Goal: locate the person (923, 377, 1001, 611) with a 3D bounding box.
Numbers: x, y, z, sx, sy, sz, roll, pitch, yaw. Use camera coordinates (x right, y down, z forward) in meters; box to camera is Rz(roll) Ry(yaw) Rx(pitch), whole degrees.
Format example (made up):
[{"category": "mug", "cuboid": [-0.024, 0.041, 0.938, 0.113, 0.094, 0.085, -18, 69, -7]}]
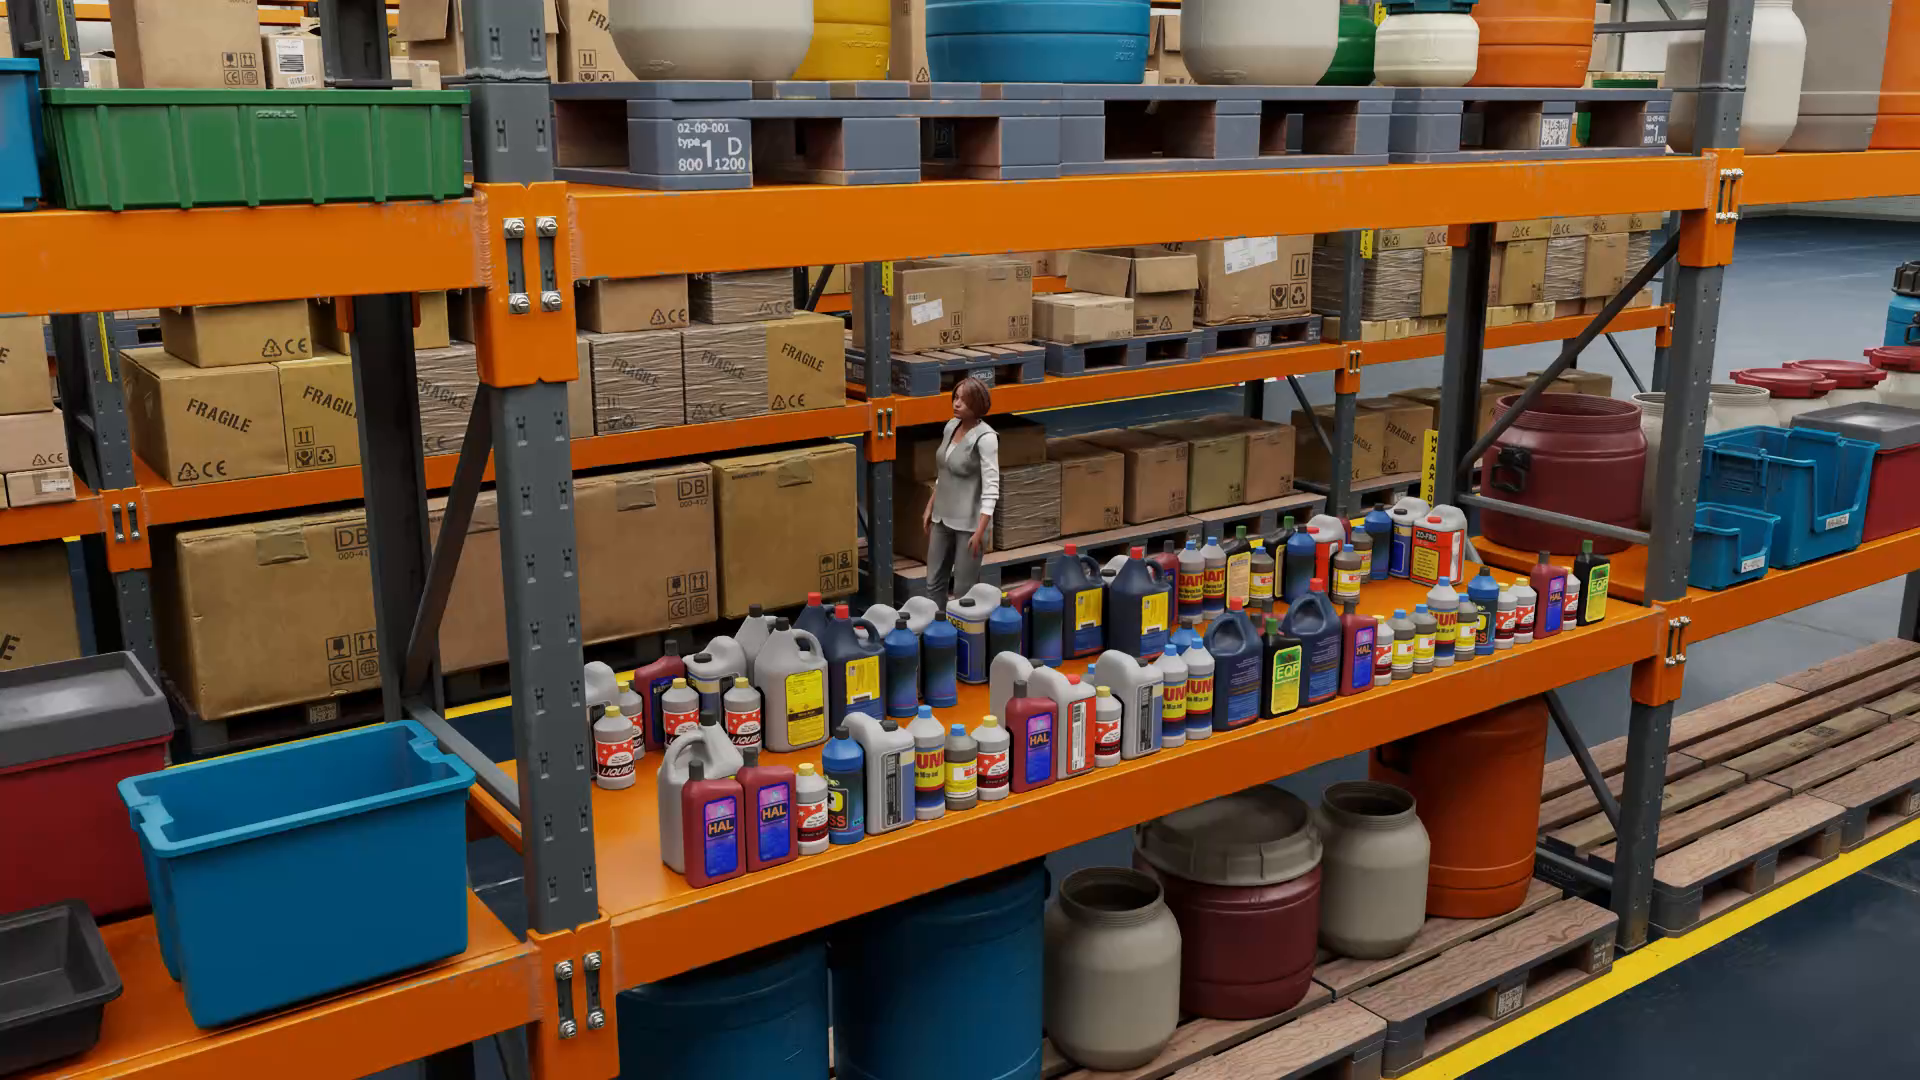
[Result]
[{"category": "person", "cuboid": [-0.061, -0.057, 8.711, 0.474, 1.597, 0.521, -10, 18, -35]}]
